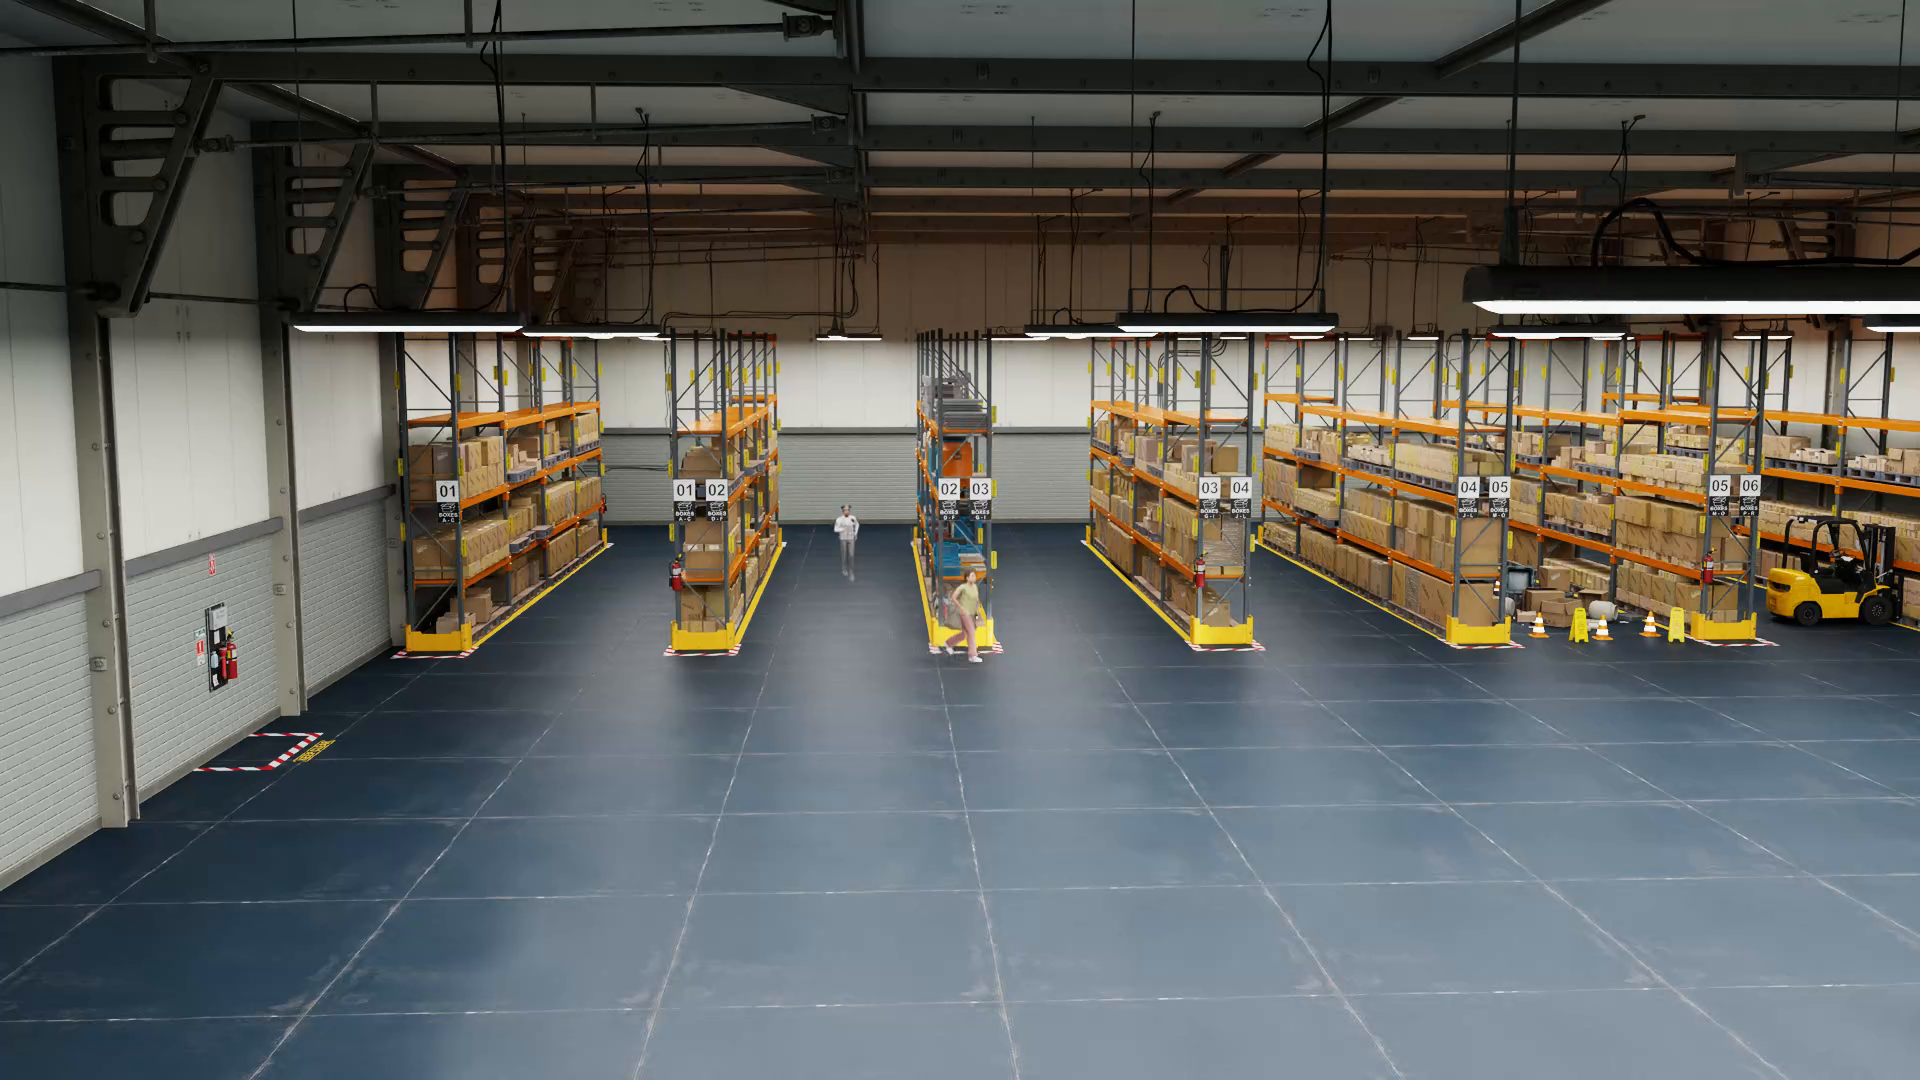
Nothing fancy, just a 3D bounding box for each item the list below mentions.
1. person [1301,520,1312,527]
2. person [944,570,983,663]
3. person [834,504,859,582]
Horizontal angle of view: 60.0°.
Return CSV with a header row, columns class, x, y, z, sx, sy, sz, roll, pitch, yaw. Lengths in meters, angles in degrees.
class,x,y,z,sx,sy,sz,roll,pitch,yaw
person,10.068,-0.848,48.861,0.674,1.645,0.463,-6,9,-40
person,0.107,1.390,30.091,0.914,1.549,0.584,5,8,36
person,-2.626,0.046,38.658,0.598,1.779,0.740,-1,7,-9
